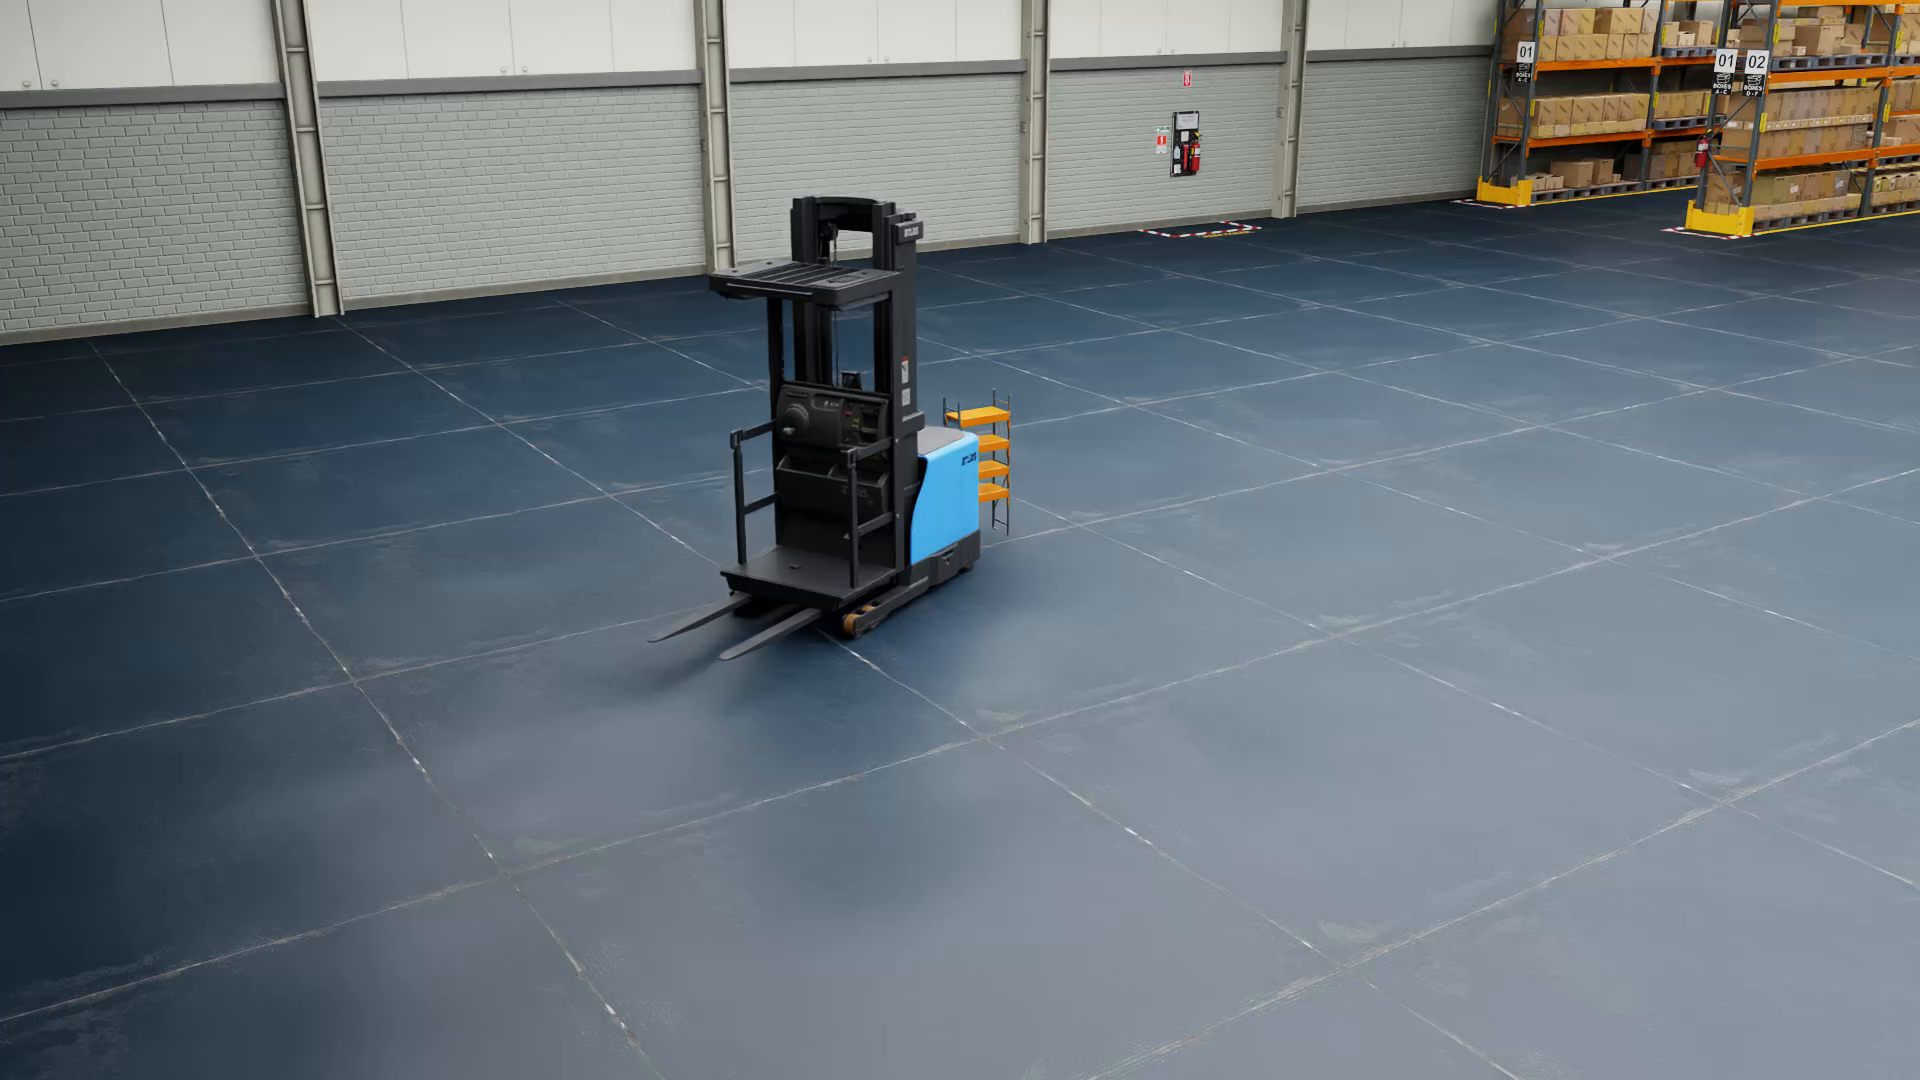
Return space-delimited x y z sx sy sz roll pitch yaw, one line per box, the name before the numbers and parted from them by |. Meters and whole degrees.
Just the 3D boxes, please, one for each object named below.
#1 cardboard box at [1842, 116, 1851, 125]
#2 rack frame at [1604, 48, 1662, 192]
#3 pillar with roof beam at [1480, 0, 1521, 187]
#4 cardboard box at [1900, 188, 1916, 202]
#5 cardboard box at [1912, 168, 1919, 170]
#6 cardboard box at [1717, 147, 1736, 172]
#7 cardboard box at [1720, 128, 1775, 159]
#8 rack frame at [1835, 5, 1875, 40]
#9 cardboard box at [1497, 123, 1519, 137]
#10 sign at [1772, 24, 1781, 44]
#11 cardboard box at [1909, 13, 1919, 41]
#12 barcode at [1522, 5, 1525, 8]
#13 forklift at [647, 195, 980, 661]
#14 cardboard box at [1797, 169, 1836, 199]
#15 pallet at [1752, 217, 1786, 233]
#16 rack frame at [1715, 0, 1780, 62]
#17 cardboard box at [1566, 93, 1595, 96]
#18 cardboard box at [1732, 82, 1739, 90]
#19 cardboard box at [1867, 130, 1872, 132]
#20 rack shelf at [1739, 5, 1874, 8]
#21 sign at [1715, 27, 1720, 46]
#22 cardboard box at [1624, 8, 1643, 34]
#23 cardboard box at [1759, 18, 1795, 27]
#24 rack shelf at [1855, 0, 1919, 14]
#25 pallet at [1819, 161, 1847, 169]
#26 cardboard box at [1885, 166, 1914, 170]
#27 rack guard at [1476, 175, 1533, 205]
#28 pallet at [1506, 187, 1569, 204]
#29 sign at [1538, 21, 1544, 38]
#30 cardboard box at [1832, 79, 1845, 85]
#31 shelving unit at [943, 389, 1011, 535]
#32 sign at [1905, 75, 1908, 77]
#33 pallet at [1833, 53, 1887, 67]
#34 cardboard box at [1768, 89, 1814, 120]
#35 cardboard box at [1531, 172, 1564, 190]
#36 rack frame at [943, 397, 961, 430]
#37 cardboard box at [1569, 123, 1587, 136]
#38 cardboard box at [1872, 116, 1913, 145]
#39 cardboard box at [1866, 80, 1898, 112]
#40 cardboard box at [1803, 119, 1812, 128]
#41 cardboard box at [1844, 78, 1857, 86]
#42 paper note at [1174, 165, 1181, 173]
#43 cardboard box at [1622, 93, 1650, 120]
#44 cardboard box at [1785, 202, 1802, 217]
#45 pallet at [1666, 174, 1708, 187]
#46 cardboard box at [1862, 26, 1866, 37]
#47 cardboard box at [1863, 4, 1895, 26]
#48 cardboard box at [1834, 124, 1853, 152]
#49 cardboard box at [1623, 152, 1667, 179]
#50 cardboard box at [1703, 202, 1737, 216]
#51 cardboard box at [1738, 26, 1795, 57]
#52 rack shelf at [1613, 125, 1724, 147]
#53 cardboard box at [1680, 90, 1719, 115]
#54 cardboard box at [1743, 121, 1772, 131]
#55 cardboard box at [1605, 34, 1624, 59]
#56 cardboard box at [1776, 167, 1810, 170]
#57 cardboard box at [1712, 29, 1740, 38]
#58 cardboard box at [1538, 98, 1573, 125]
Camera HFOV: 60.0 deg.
cardboard box | 16.506 -7.908 31.283 0.250 0.149 0.380 -12 22 -32
rack frame | 14.532 -9.119 36.034 0.127 3.000 1.000 -12 22 -31
pillar with roof beam | 13.667 -10.459 30.632 0.400 9.000 9.100 -12 22 -31
cardboard box | 18.591 -6.877 33.041 0.500 0.250 0.500 -13 22 -33
cardboard box | 19.444 -7.322 33.480 0.500 0.311 0.500 -12 22 -32
cardboard box | 17.300 -8.707 38.032 0.500 0.500 0.700 -12 22 -31
cardboard box | 14.315 -7.216 30.250 0.500 0.500 0.700 -12 22 -31
rack frame | 21.213 -13.370 39.242 0.127 3.000 1.000 -12 22 -31
cardboard box | 11.475 -8.487 34.368 0.500 0.250 0.500 -12 22 -31
sign | 14.219 -8.813 28.958 0.005 0.325 0.100 -12 22 -31
cardboard box | 18.259 -9.903 32.078 0.500 0.500 0.500 -10 21 -26
barcode | 11.509 -10.899 33.963 0.075 0.075 0.001 -12 22 -31
forklift | -1.028 -0.871 11.746 1.130 2.935 3.031 11 21 29
cardboard box | 16.153 -6.732 31.441 0.500 0.500 0.500 -12 22 -31
pallet | 14.534 -5.915 30.911 1.213 0.211 1.003 -12 22 -31
rack frame | 13.918 -9.932 29.072 0.127 3.000 1.000 -12 22 -31
cardboard box | 13.171 -9.209 35.334 0.500 0.500 0.500 -11 22 -30
cardboard box | 17.340 -10.257 37.545 0.250 0.149 0.380 -17 25 -40
cardboard box | 22.280 -9.966 40.774 0.250 0.149 0.380 -11 22 -30
rack shelf | 19.543 -12.487 38.379 4.000 0.370 1.077 -12 22 -31
sign | 13.632 -9.040 29.860 0.005 0.325 0.100 -12 22 -31
cardboard box | 13.808 -10.810 34.603 0.500 0.500 0.500 -11 21 -28
cardboard box | 18.659 -11.708 38.167 0.500 0.500 0.700 -13 23 -34
rack shelf | 18.929 -10.459 32.377 4.000 0.370 1.077 -12 22 -31
pallet | 20.610 -9.051 40.187 1.213 0.211 1.003 -12 22 -31
cardboard box | 19.140 -7.463 33.899 0.500 0.311 0.500 -13 22 -33
rack guard | 11.254 -7.244 34.390 0.348 0.500 1.175 -12 22 -31
pallet | 11.952 -7.240 34.832 1.213 0.211 1.003 -12 22 -31
sign | 11.489 -10.104 32.901 0.005 0.325 0.100 -12 22 -31
cardboard box | 20.531 -10.843 39.311 0.500 0.250 0.500 -11 22 -30
shelving unit | 0.138 -0.598 13.639 0.503 1.200 0.258 -12 22 -31
sign | 24.253 -11.830 42.577 0.005 0.325 0.100 -12 22 -31
pallet | 16.561 -9.016 31.186 1.213 0.211 1.003 -12 22 -31
cardboard box | 15.216 -8.023 30.611 0.500 0.500 0.700 -12 22 -31
cardboard box | 12.294 -7.547 34.897 0.500 0.311 0.500 -10 21 -27
rack frame | -0.066 -0.555 13.512 0.015 1.200 0.240 -12 22 -31
cardboard box | 12.628 -8.537 34.517 0.500 0.250 0.500 -12 22 -32
cardboard box | 18.349 -8.066 32.763 0.500 0.500 0.500 -10 21 -28
cardboard box | 22.288 -10.888 40.800 0.700 0.700 0.980 -13 22 -33
cardboard box | 15.439 -7.684 30.620 0.250 0.149 0.380 -12 22 -32
cardboard box | 20.964 -10.930 39.570 0.500 0.250 0.500 -11 22 -30
paper note | 4.018 -6.857 30.719 0.142 0.148 0.016 -12 22 -31
cardboard box | 14.307 -9.247 35.444 0.500 0.500 0.500 -12 22 -32
cardboard box | 15.322 -6.198 31.033 0.500 0.250 0.500 -12 22 -31
pallet | 16.201 -8.152 37.527 1.213 0.211 1.003 -12 22 -31
cardboard box | 21.935 -12.175 39.814 0.500 0.250 0.500 -12 22 -32
cardboard box | 21.963 -12.530 39.692 0.500 0.500 0.500 -12 22 -32
cardboard box | 16.455 -7.667 31.585 0.500 0.500 0.700 -12 22 -32
cardboard box | 15.137 -8.277 36.761 0.500 0.500 0.700 -11 22 -30
cardboard box | 14.204 -6.160 30.919 0.500 0.250 0.500 -12 22 -31
cardboard box | 14.401 -8.925 29.742 0.637 0.503 0.797 -10 21 -28
rack shelf | 16.202 -9.130 37.191 4.000 0.370 1.077 -12 22 -31
cardboard box | 16.457 -9.768 37.112 0.500 0.500 0.700 -12 22 -31
cardboard box | 14.365 -7.456 29.947 0.250 0.149 0.380 -12 22 -32
cardboard box | 13.374 -10.248 34.504 0.500 0.500 0.500 -13 23 -33
cardboard box | 15.865 -6.872 31.855 0.500 0.500 0.500 -12 22 -31
cardboard box | 17.144 -11.236 37.426 0.500 0.500 0.500 -12 22 -31
cardboard box | 12.173 -8.796 34.111 0.500 0.500 0.500 -12 22 -31
